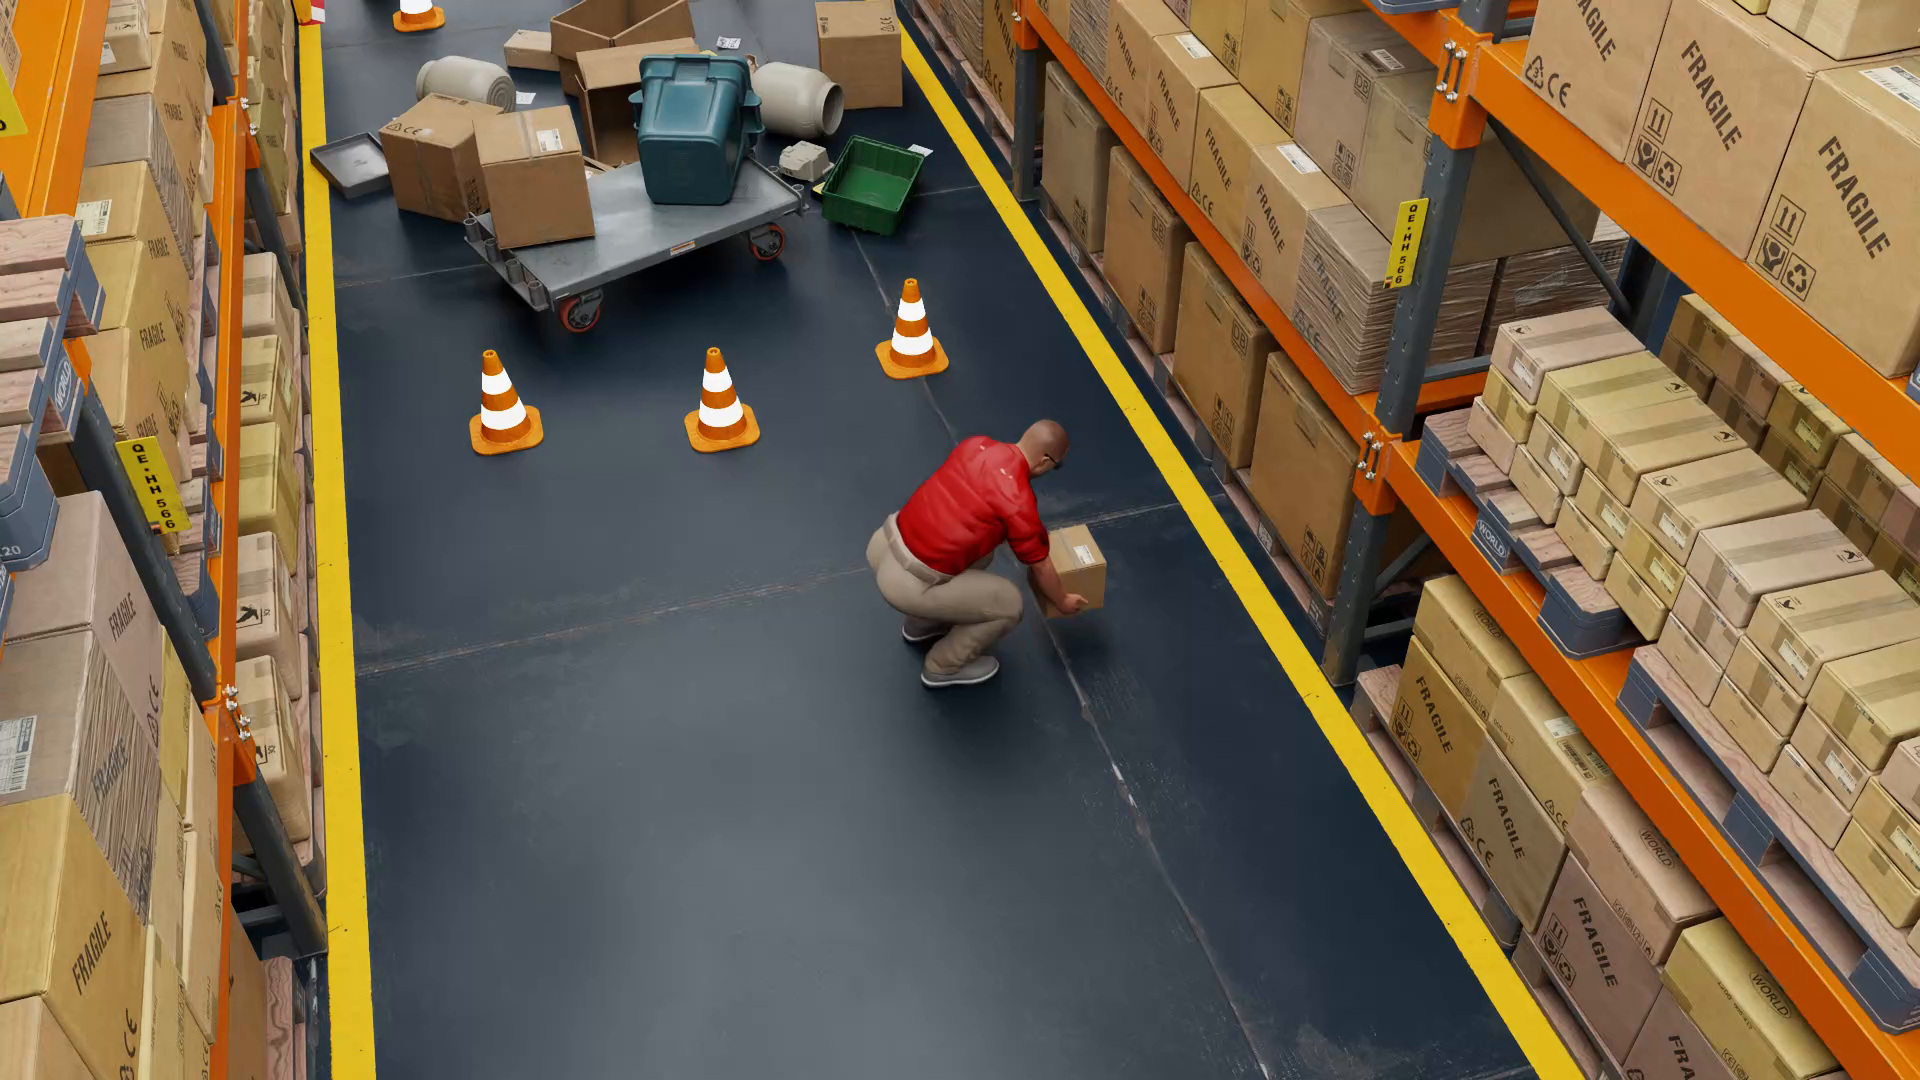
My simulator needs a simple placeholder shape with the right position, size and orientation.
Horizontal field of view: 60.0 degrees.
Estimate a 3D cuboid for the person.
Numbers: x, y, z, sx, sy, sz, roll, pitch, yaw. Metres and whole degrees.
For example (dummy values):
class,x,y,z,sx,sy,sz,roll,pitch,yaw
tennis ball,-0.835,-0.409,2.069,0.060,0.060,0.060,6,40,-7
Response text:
class,x,y,z,sx,sy,sz,roll,pitch,yaw
person,0.052,0.031,6.639,0.857,1.064,0.573,-12,43,-13
